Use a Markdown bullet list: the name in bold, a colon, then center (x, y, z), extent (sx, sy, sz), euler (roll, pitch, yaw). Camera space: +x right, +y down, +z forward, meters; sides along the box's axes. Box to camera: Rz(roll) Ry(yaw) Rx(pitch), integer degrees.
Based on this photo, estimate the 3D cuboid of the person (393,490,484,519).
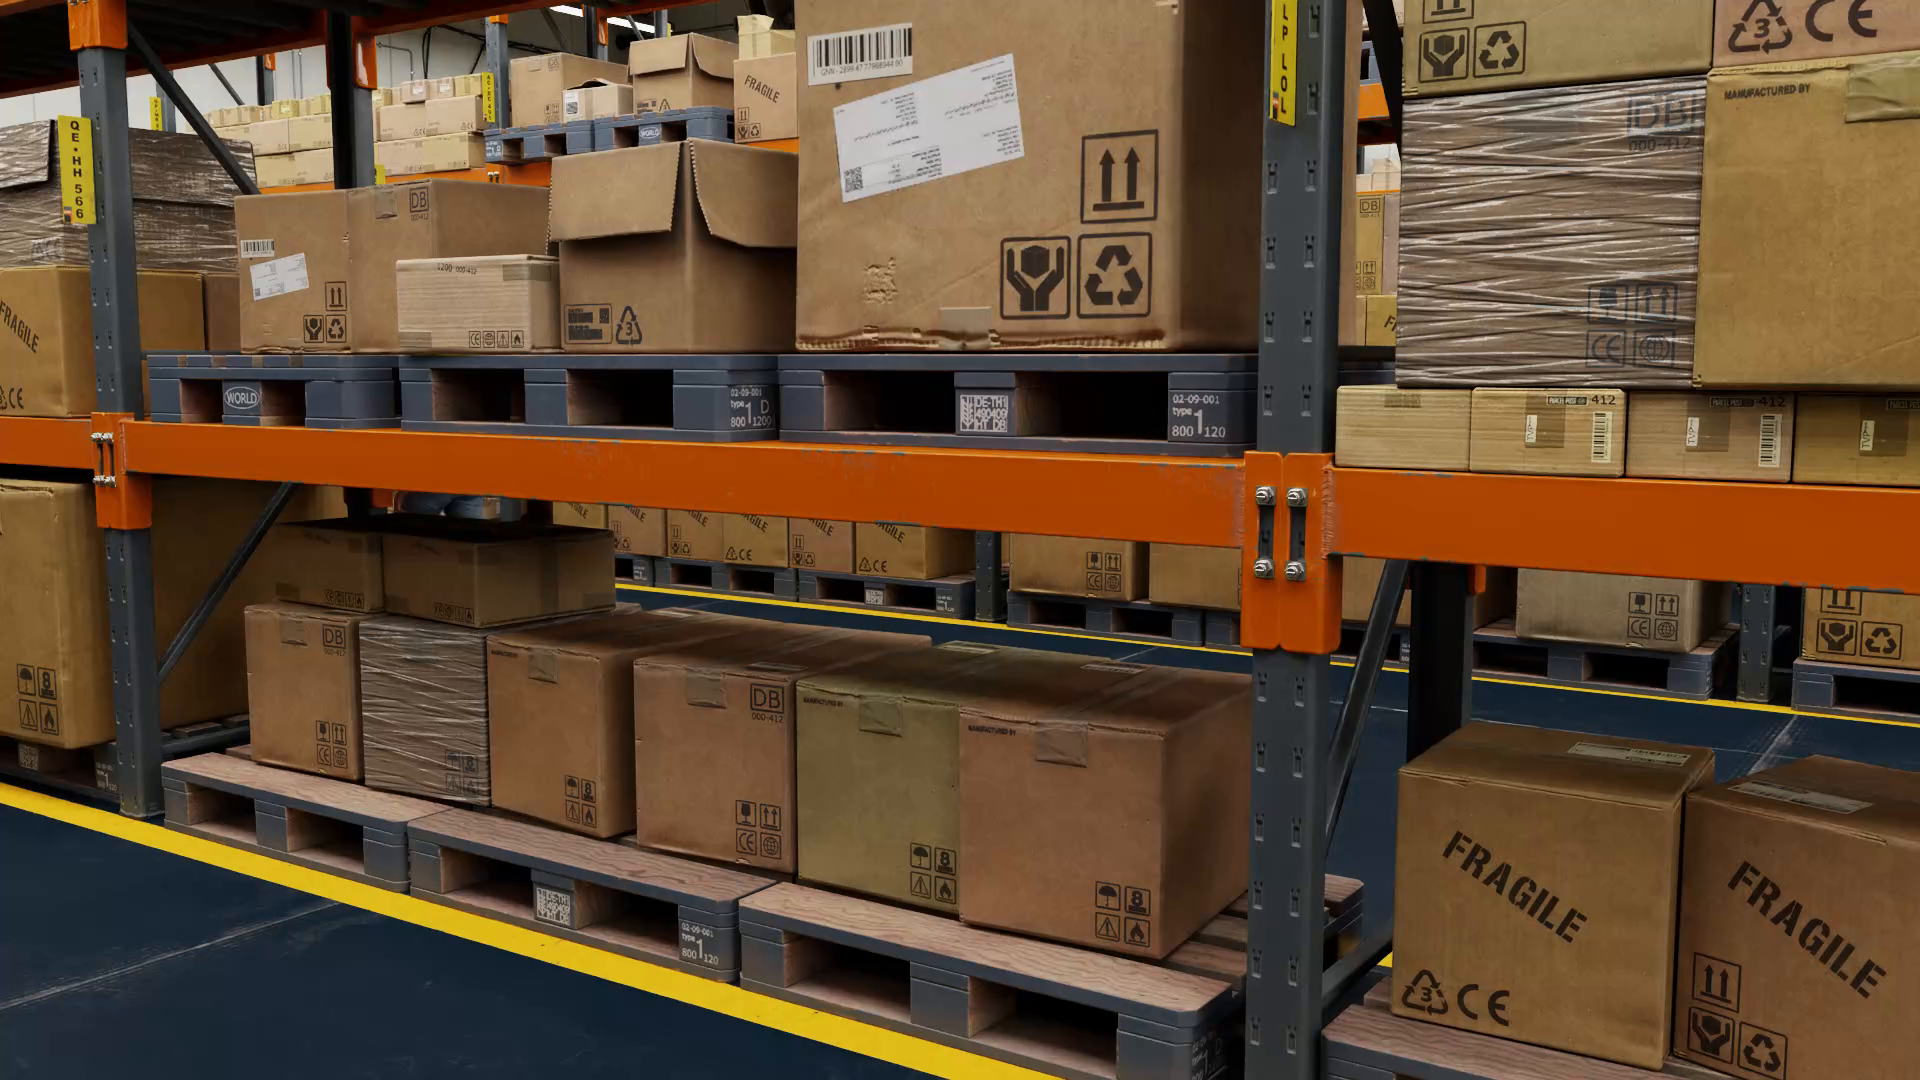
- **person**: center (-2.555, -0.262, 8.177), extent (0.625, 1.824, 0.649), euler (-6, 9, -43)
